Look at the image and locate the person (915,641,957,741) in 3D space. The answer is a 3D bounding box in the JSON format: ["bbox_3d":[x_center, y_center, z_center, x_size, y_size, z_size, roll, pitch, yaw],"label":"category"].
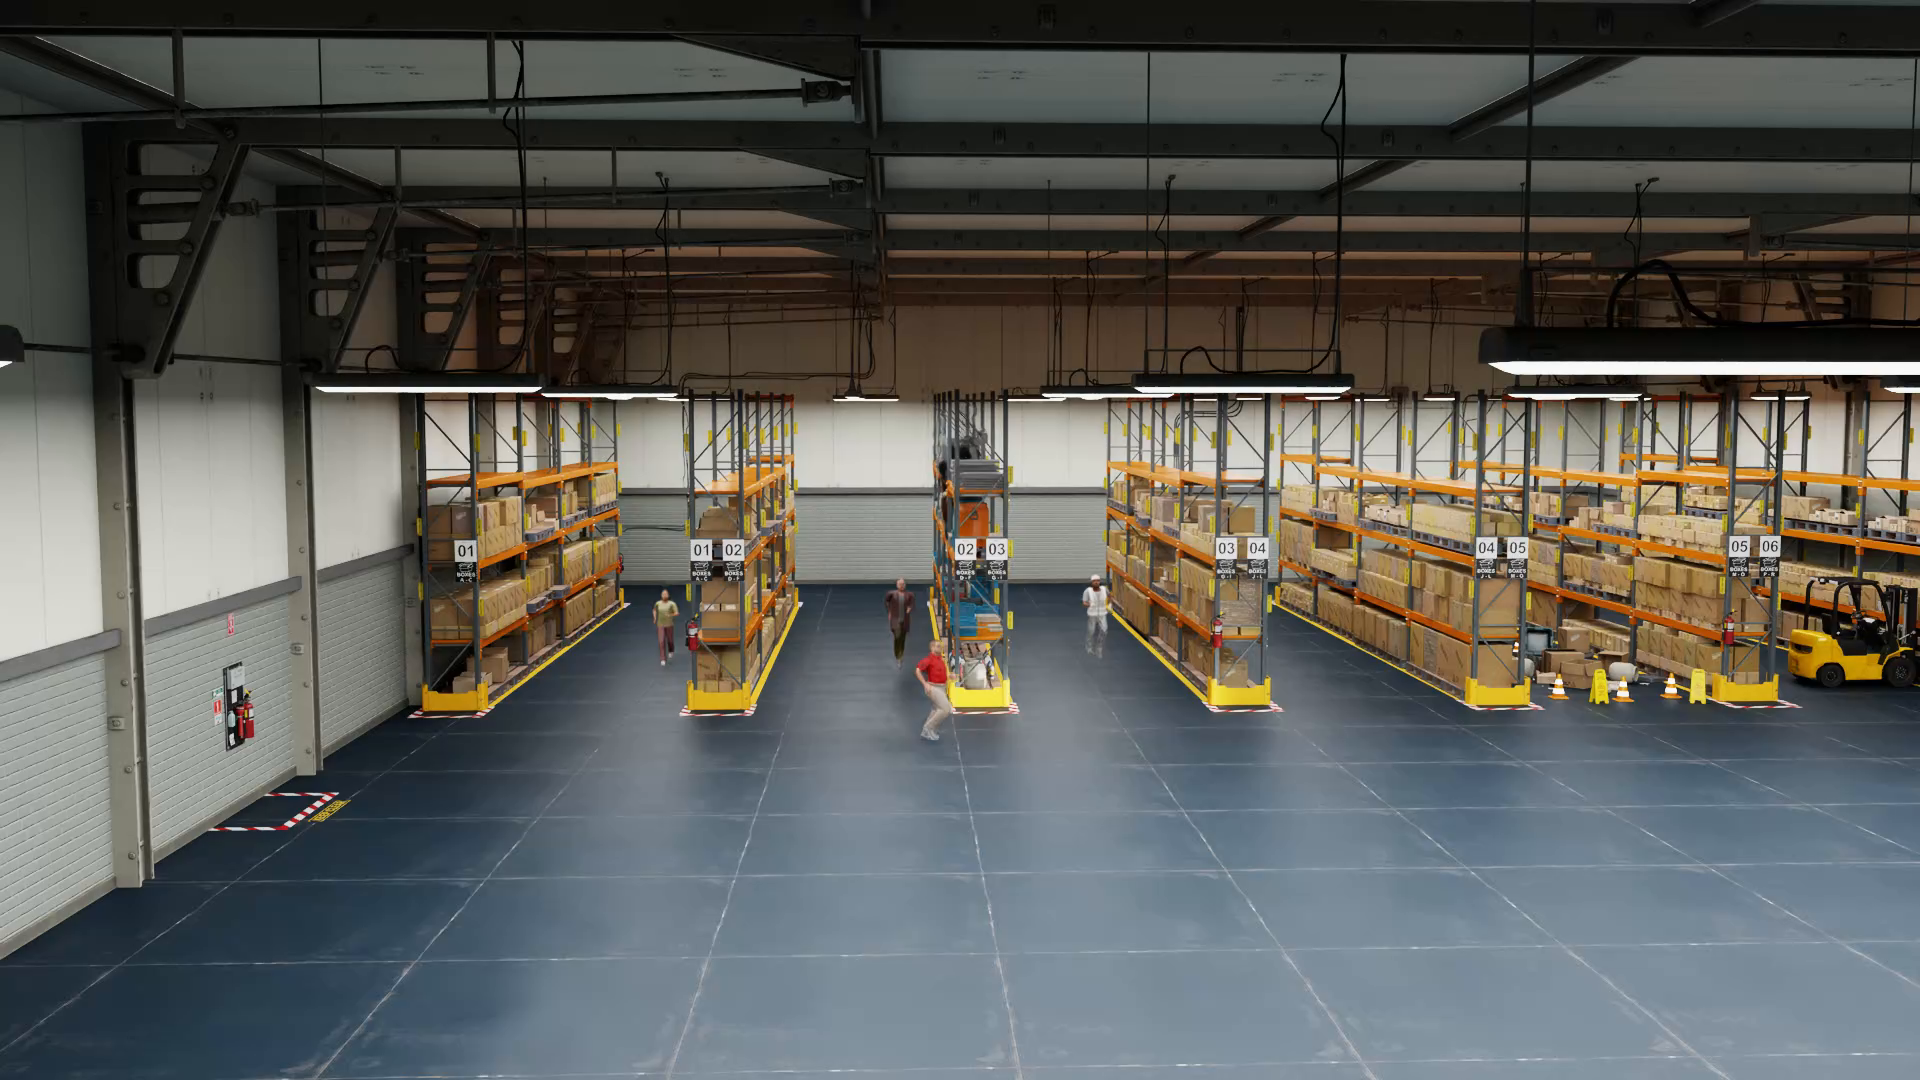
[{"bbox_3d":[-0.369,2.561,28.296,0.659,1.698,0.647,2,5,19],"label":"person"}]

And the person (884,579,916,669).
[{"bbox_3d":[-1.240,1.742,34.889,0.613,1.877,0.885,-1,5,-15],"label":"person"}]

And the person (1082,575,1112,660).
[{"bbox_3d":[2.956,1.652,35.684,0.696,1.828,0.836,-1,5,-7],"label":"person"}]

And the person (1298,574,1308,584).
[{"bbox_3d":[10.125,0.944,48.817,0.666,1.636,0.514,-1,5,-9],"label":"person"}]

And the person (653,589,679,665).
[{"bbox_3d":[-6.494,1.904,36.655,0.586,1.636,0.914,0,5,-3],"label":"person"}]
